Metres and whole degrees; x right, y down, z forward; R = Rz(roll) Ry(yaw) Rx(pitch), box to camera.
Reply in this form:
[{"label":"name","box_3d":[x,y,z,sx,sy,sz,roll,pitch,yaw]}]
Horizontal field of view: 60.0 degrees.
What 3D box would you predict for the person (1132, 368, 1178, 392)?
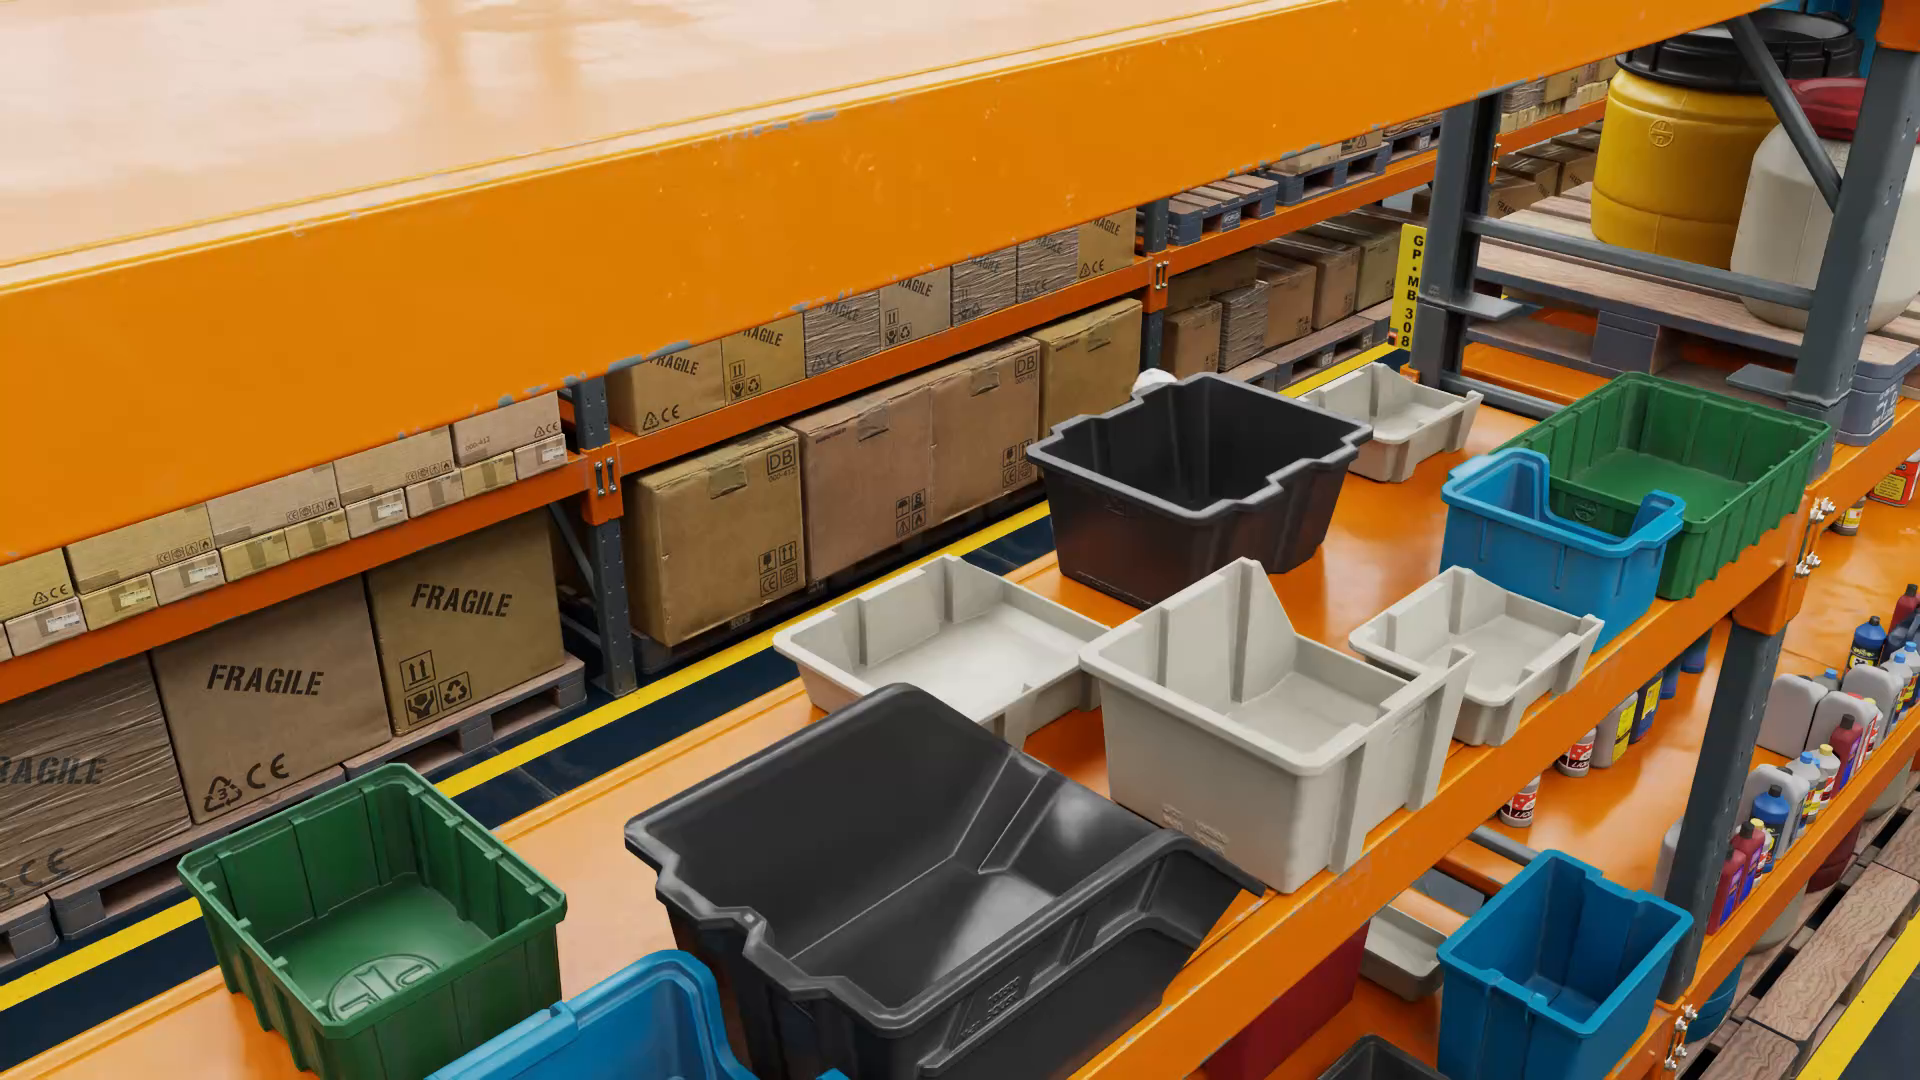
[{"label":"person","box_3d":[0.760,-0.011,7.682,0.622,1.724,0.485,24,36,38]}]
